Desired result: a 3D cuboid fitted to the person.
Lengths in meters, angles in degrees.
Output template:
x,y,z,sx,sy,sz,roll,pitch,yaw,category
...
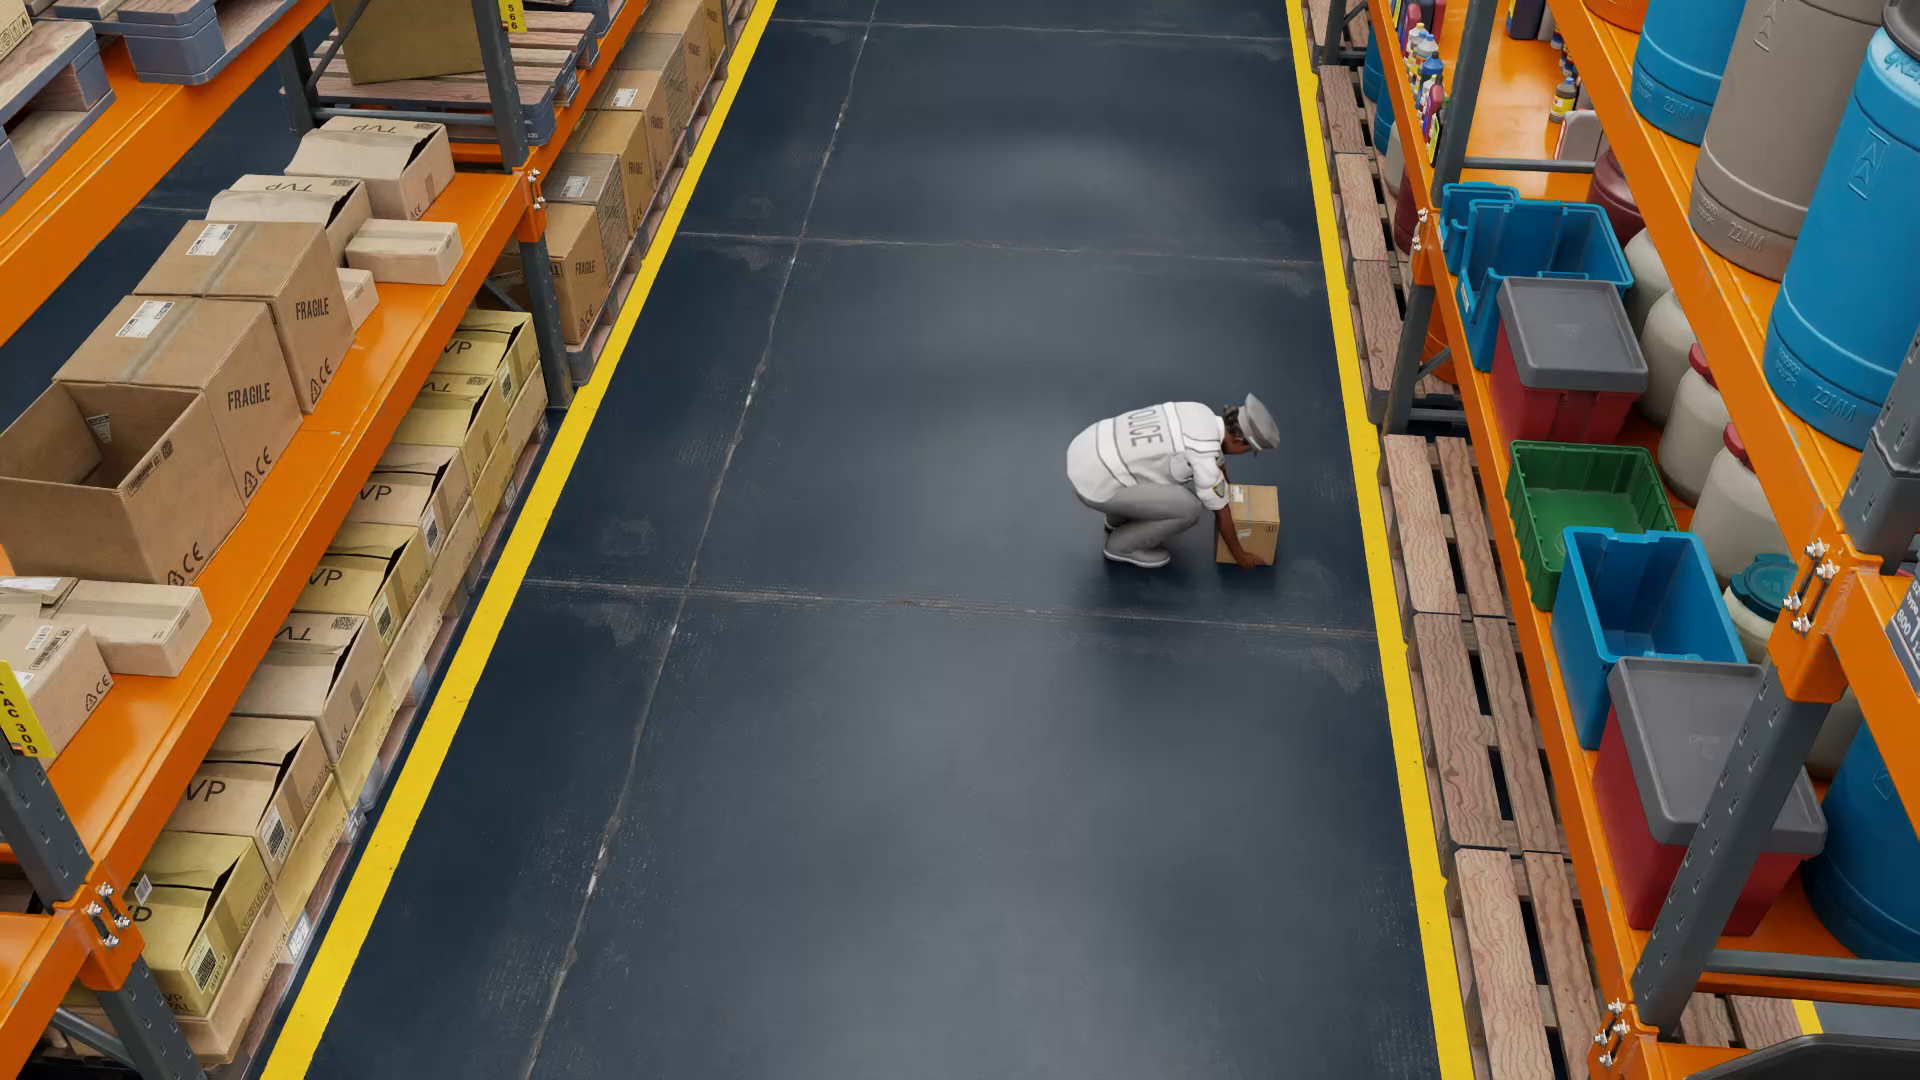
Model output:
x,y,z,sx,sy,sz,roll,pitch,yaw,category
0.912,-0.252,7.201,0.906,0.817,0.451,3,40,3,person
